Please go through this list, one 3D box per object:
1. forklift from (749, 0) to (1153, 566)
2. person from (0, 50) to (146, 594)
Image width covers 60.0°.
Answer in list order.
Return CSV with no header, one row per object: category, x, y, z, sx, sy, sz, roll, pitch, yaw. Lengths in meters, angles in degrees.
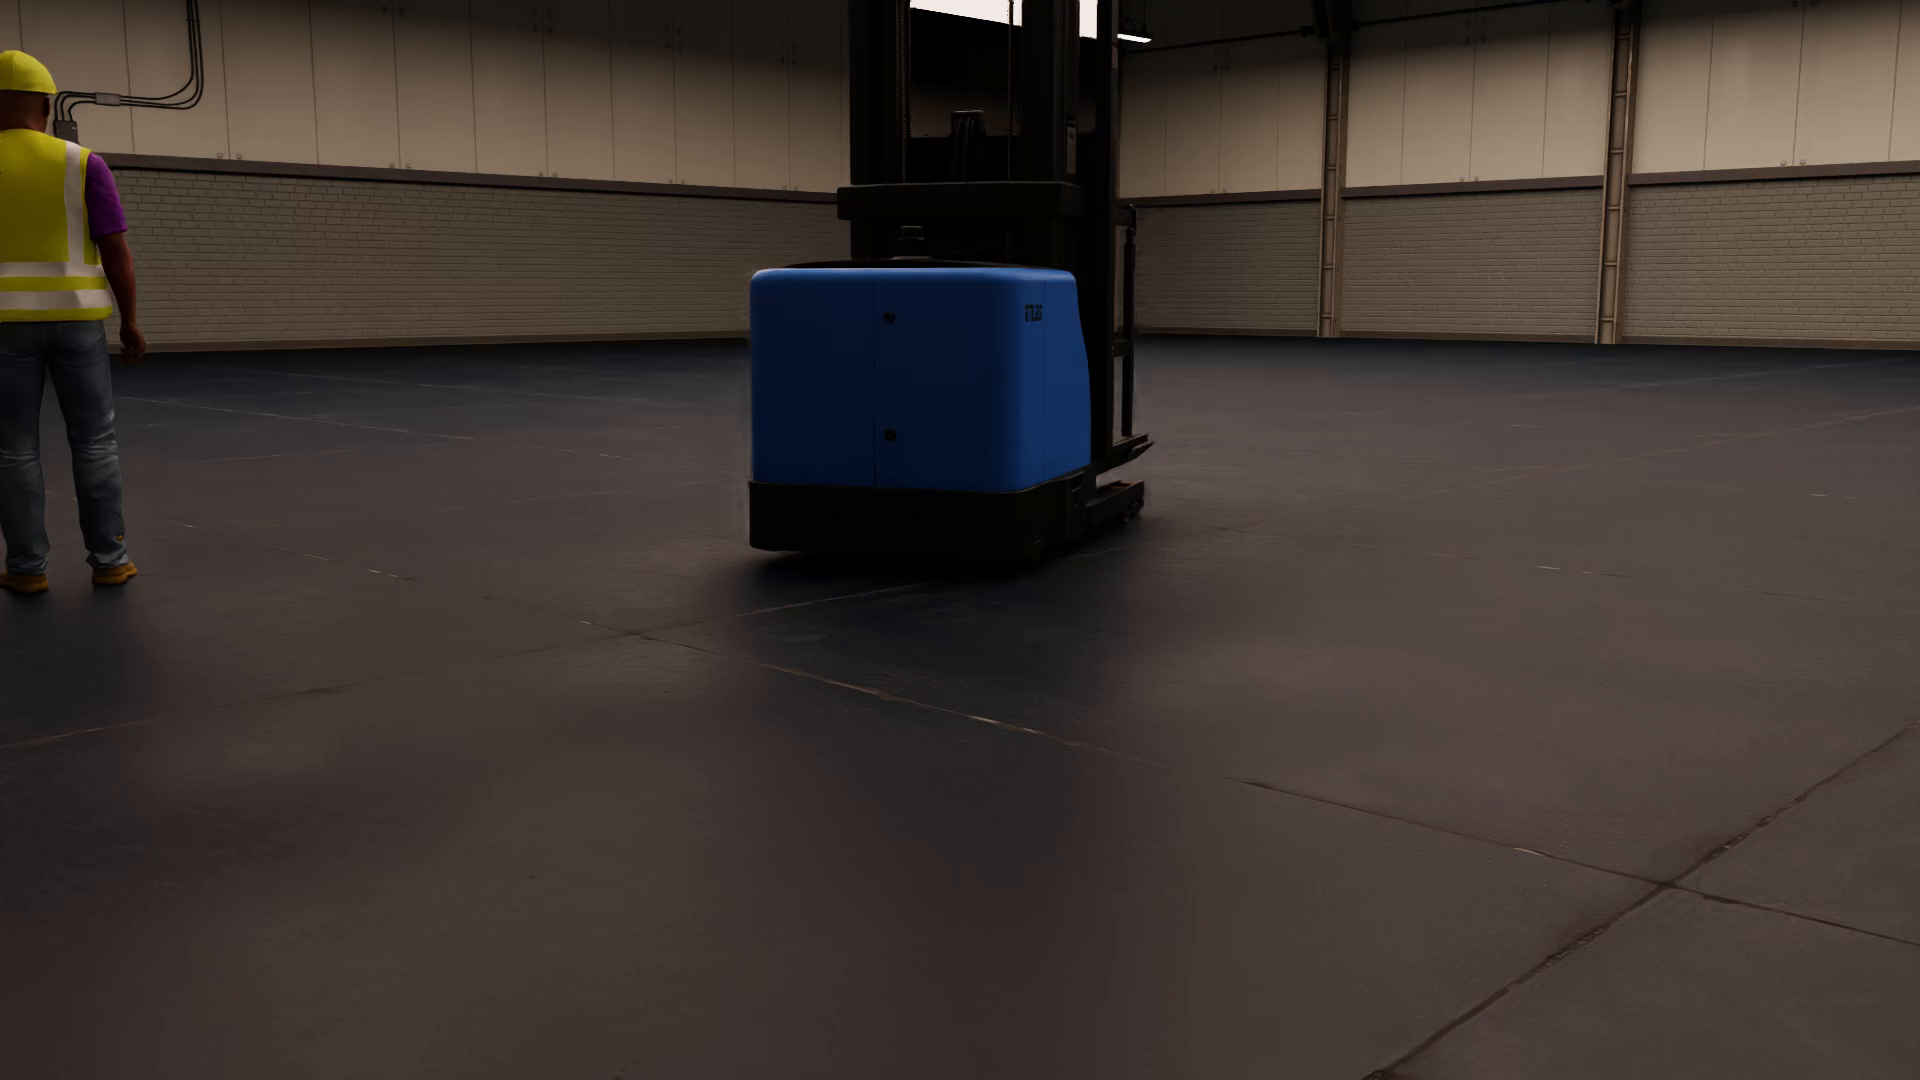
forklift,0.184,-1.537,7.081,1.130,2.935,3.031,3,9,19
person,-3.074,-0.720,5.571,0.614,1.771,0.387,-5,10,-28
